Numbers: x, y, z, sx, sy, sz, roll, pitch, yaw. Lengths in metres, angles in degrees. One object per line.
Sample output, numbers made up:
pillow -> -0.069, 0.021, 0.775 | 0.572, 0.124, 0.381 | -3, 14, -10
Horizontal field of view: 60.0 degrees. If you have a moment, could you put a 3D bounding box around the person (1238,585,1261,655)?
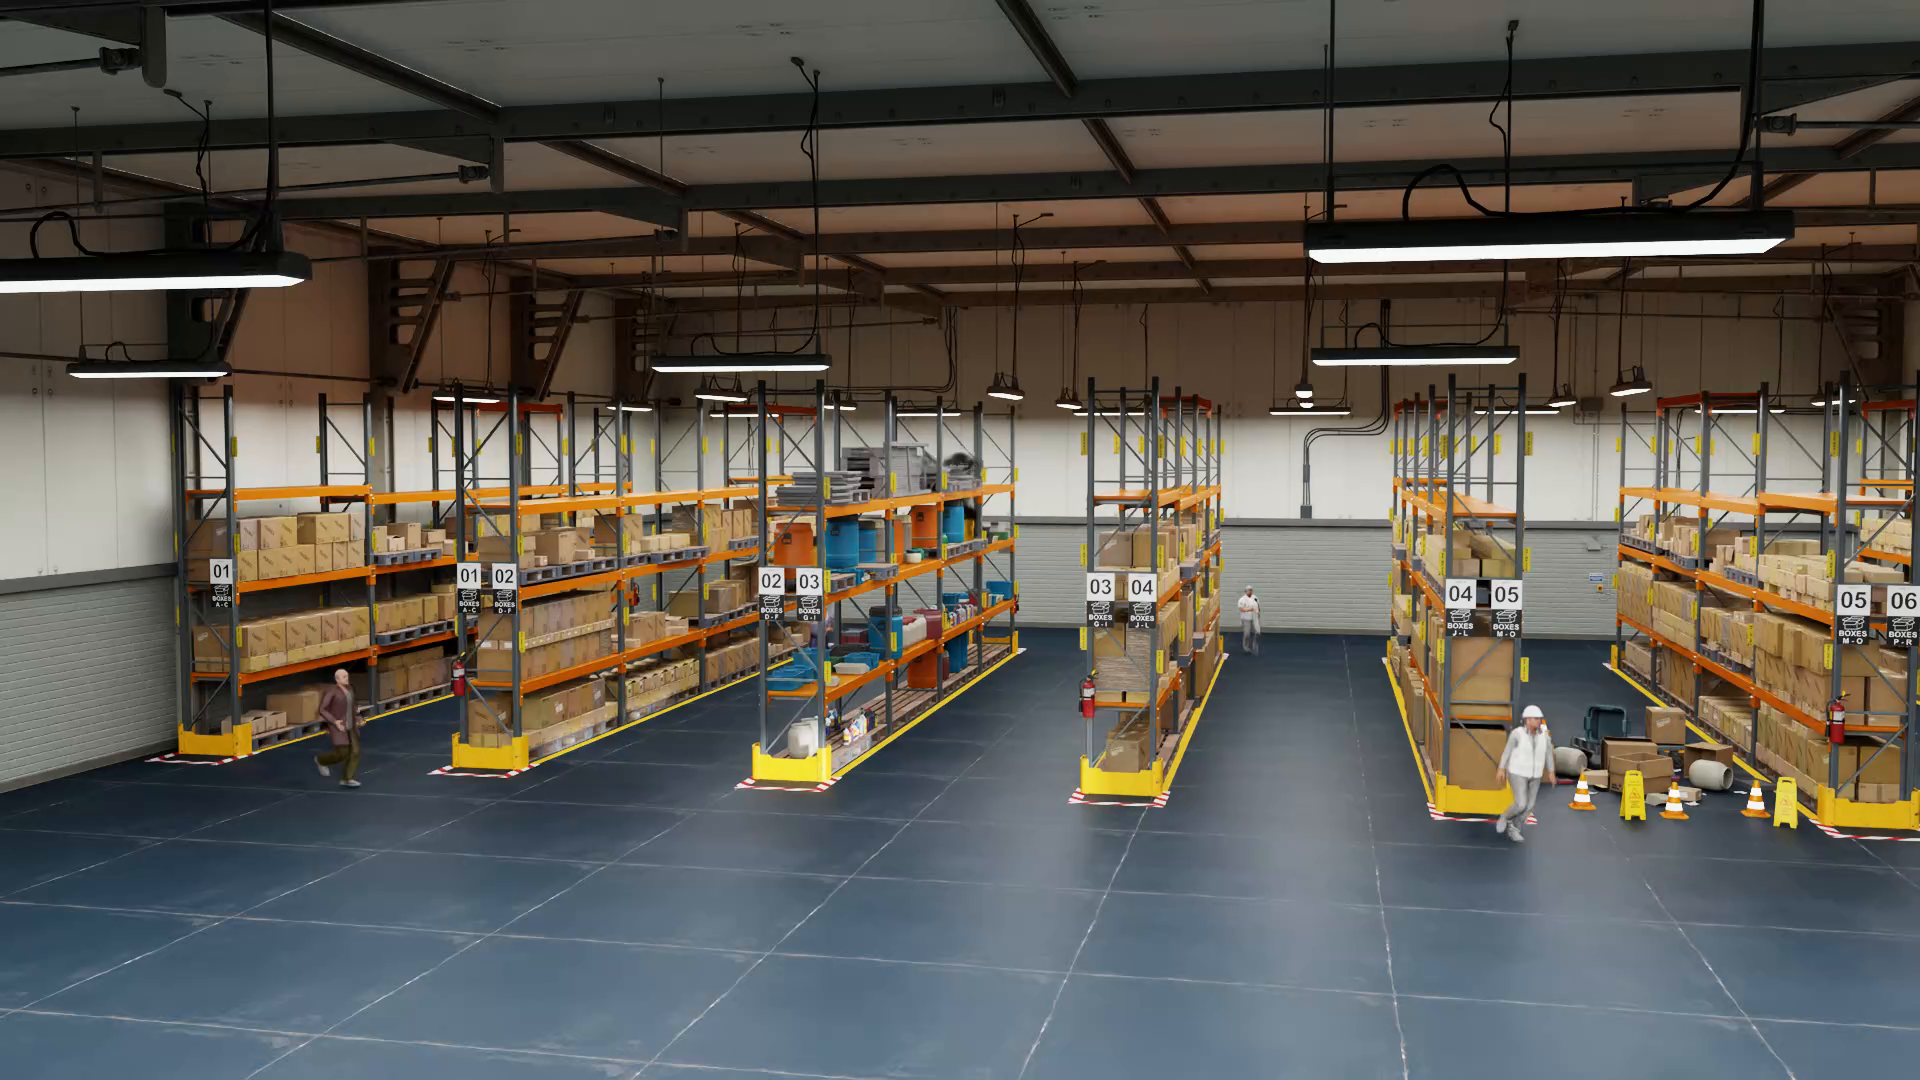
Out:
person -> 6.984, 1.949, 40.153 | 0.596, 1.713, 0.673 | -1, 3, -9

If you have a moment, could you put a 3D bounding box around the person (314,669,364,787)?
person -> -9.174, 2.769, 24.556 | 0.807, 1.734, 0.721 | 2, 4, 26

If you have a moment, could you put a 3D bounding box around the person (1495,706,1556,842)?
person -> 7.163, 2.956, 21.036 | 0.644, 1.753, 0.568 | -1, 3, -15

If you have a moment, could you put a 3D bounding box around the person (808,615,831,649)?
person -> -3.045, 2.192, 35.978 | 0.528, 1.665, 0.784 | 0, 3, 2
